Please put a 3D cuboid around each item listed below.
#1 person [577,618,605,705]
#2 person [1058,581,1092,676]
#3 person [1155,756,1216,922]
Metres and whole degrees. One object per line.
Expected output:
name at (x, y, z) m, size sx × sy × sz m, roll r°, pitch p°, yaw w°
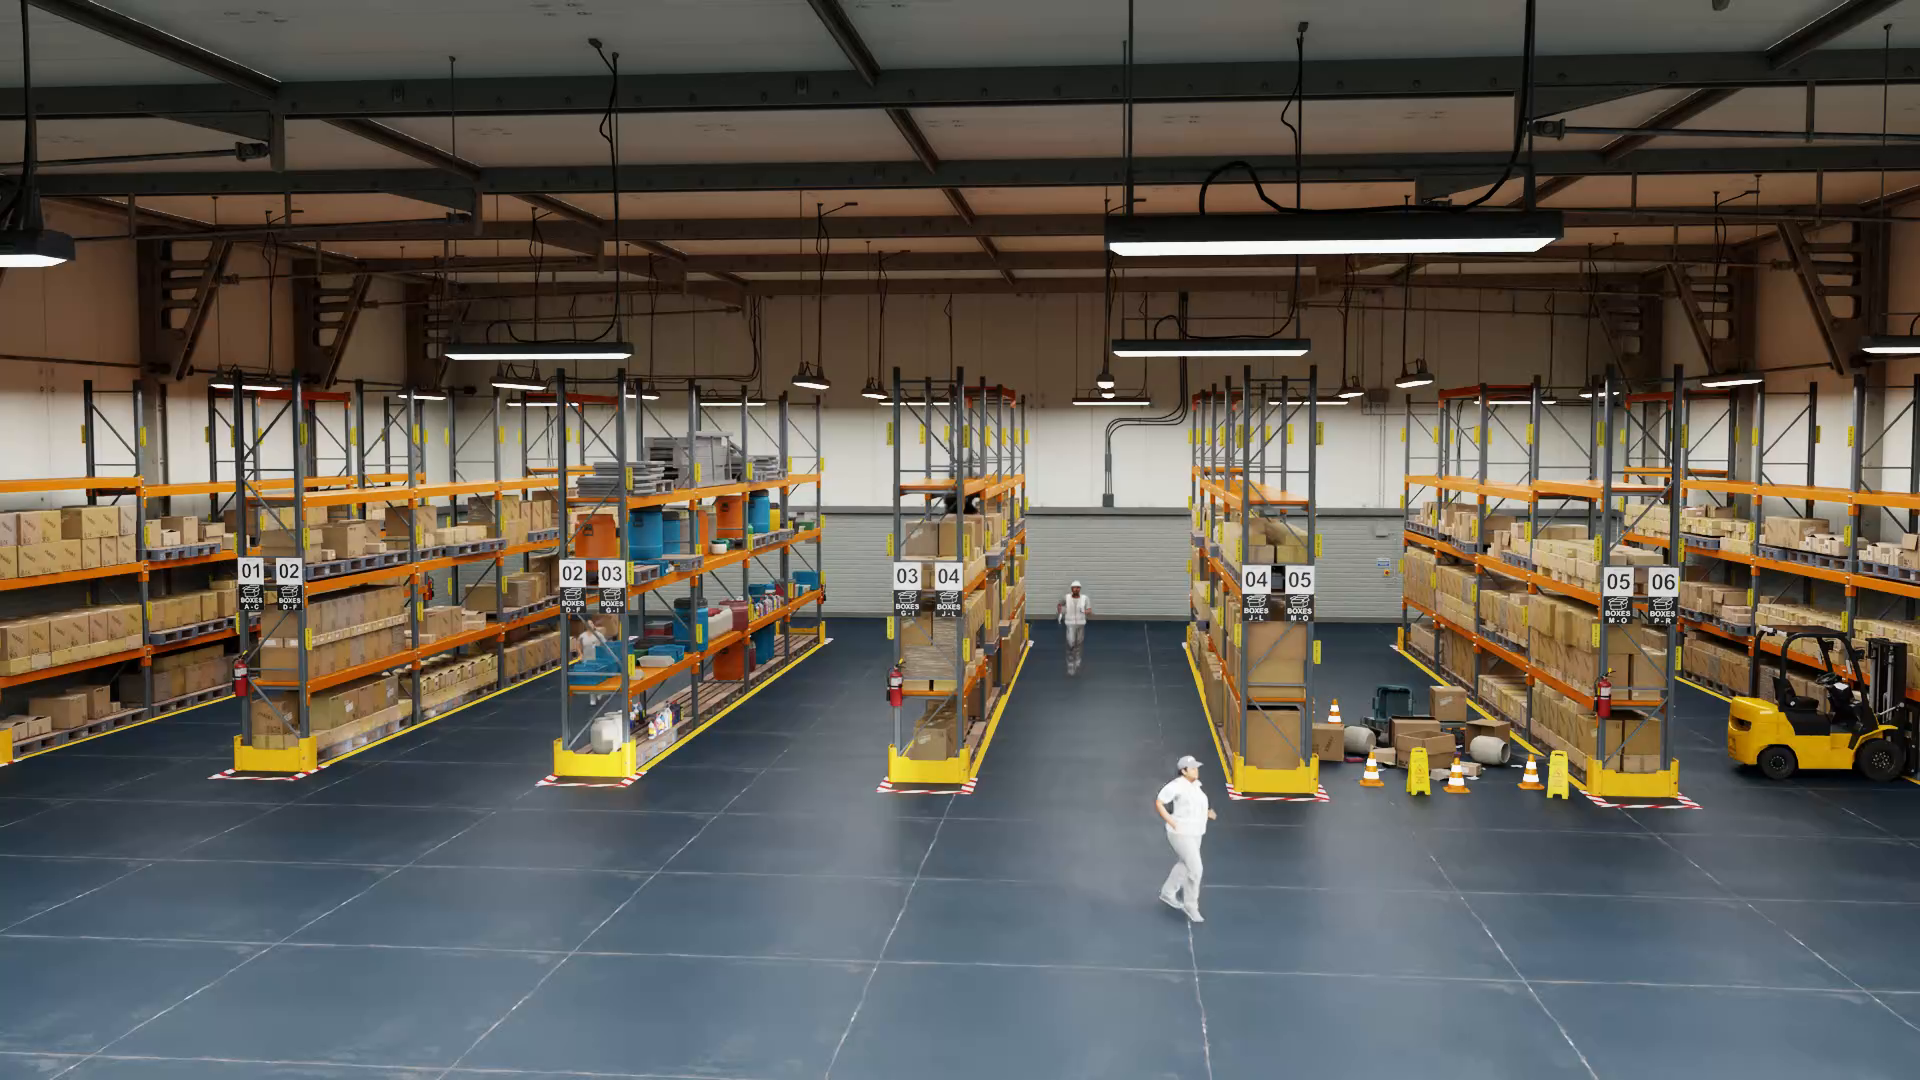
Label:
person at (-6.861, 2.272, 30.926) m, size 0.541 × 1.610 × 0.553 m, roll 0°, pitch 4°, yaw -1°
person at (2.323, 1.769, 33.526) m, size 0.660 × 1.893 × 0.736 m, roll 0°, pitch 4°, yaw -4°
person at (2.362, 3.114, 17.377) m, size 0.665 × 1.738 × 0.590 m, roll 3°, pitch 4°, yaw 38°
